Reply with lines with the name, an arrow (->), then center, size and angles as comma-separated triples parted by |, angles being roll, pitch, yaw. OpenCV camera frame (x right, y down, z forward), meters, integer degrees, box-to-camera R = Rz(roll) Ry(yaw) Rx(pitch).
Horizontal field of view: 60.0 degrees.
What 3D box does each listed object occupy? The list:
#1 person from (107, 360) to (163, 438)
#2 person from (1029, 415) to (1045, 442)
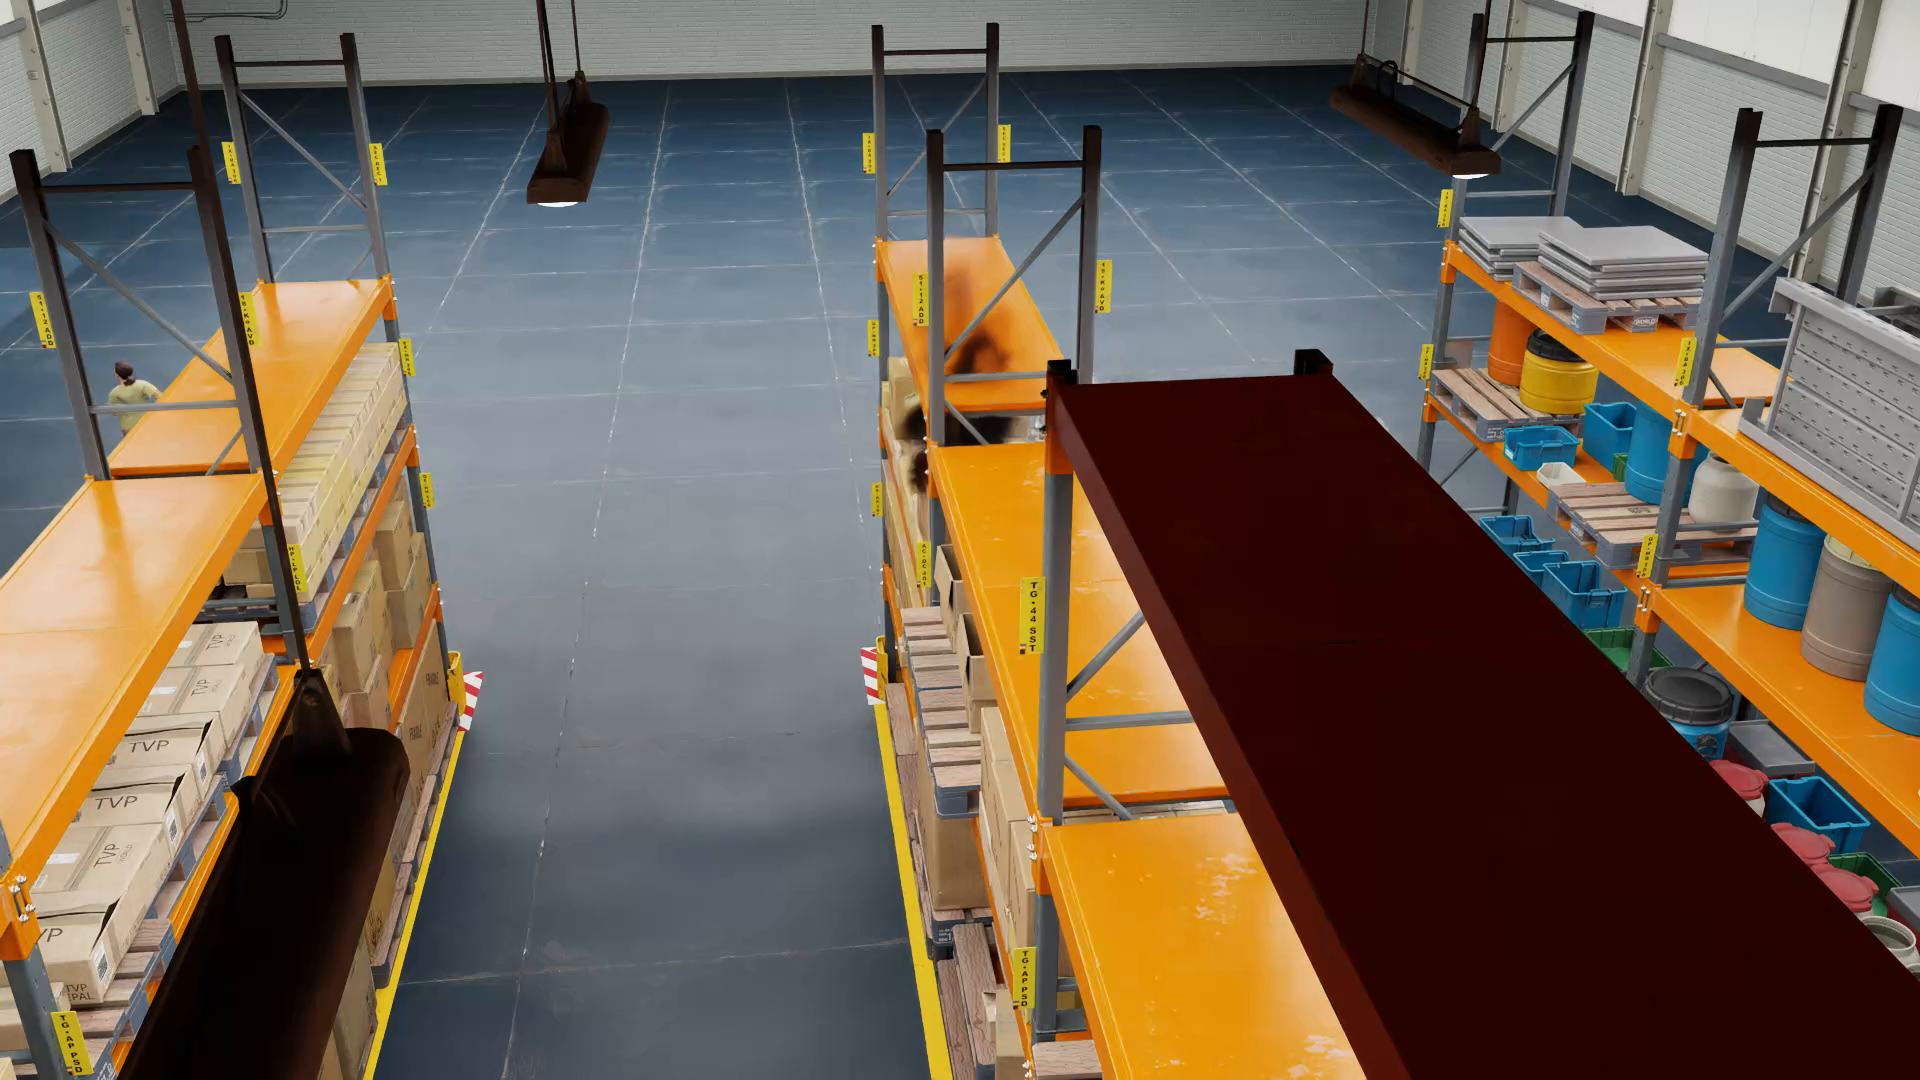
person -> -9.563, -1.306, 19.302 | 0.656, 1.659, 0.549 | 14, 29, 27
person -> 0.980, -1.089, 18.764 | 0.577, 1.727, 0.651 | 12, 28, 24
